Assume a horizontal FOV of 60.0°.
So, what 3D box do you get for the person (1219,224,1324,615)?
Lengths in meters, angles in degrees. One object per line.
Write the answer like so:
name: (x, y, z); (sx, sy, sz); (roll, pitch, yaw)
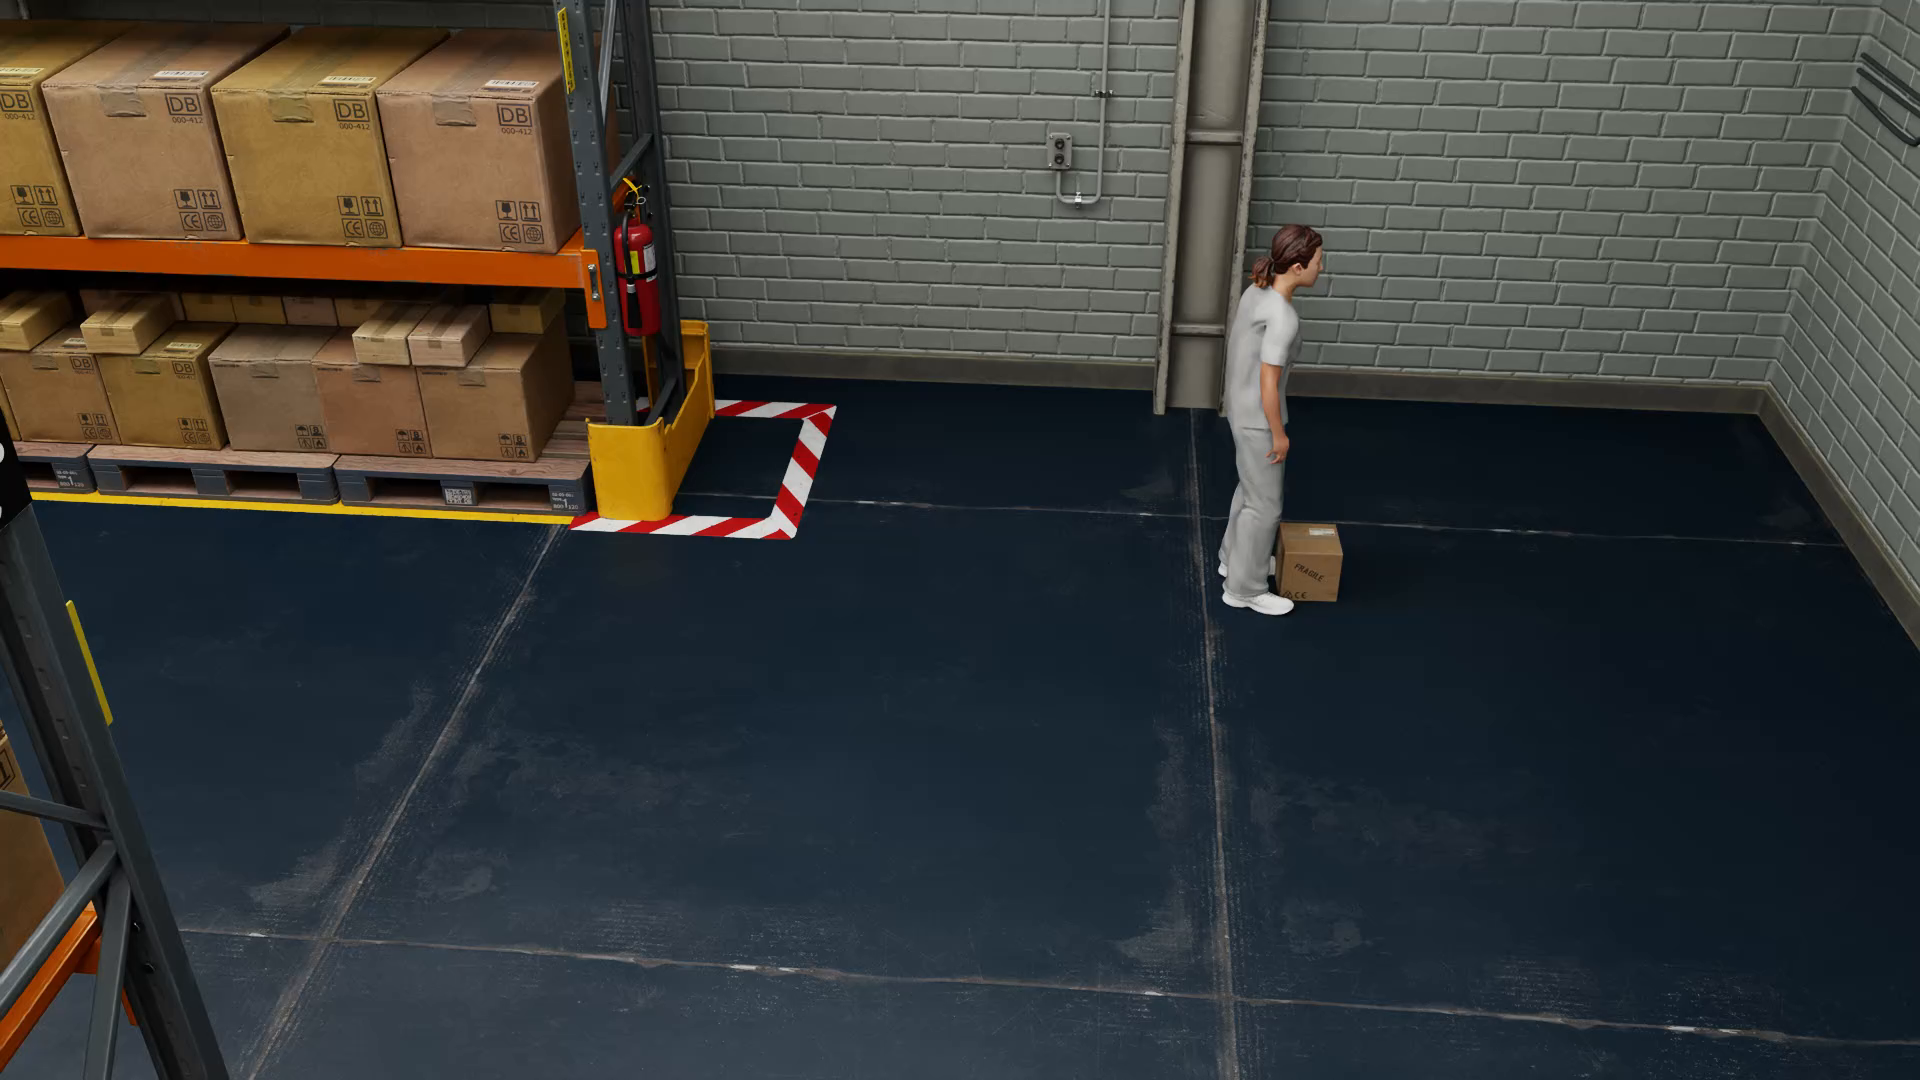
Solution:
person: (1.283, -0.513, 6.957); (0.364, 1.671, 0.513); (1, 32, 1)
